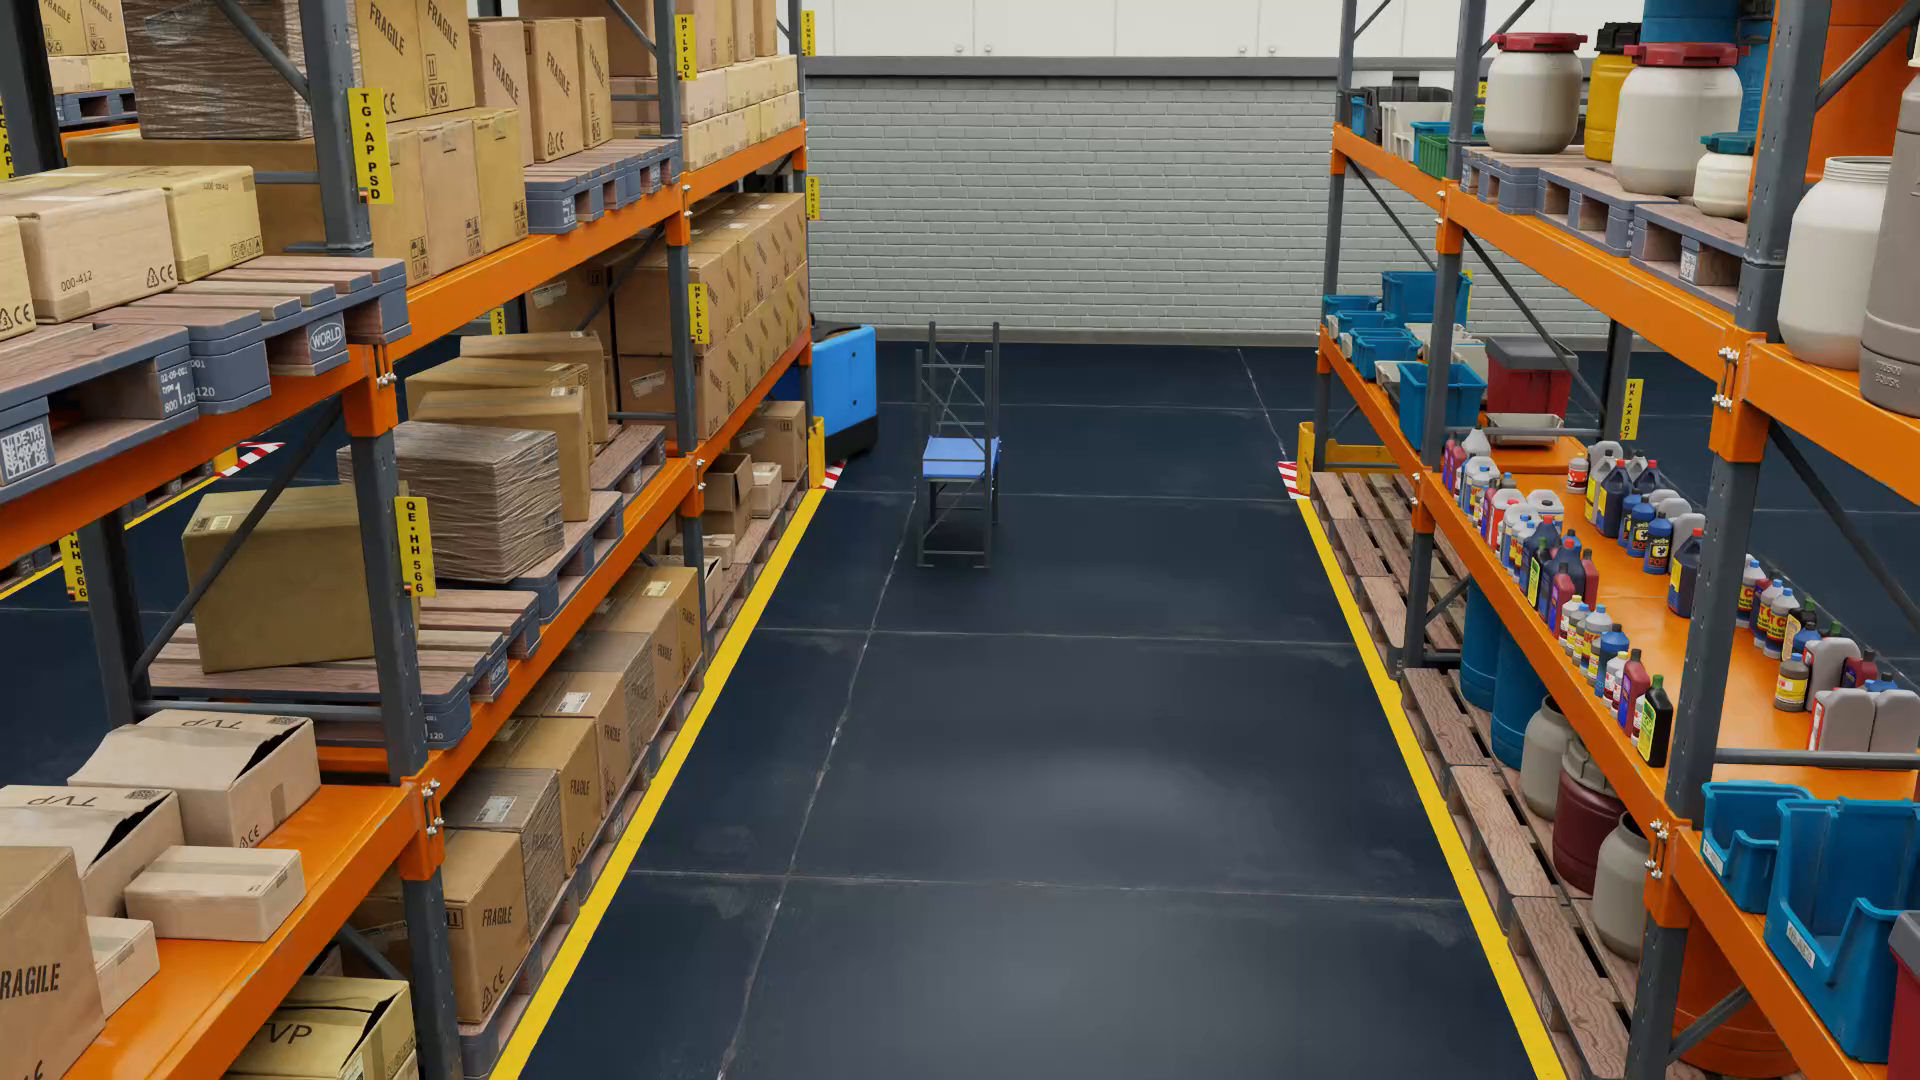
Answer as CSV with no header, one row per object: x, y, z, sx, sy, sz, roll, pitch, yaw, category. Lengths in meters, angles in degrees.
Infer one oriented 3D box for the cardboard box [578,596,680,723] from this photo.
-1.755,0.612,8.547,0.500,0.500,0.500,1,18,4,cardboard box

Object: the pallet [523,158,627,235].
-2.149,-1.493,7.147,1.213,0.211,1.003,1,18,4,pallet

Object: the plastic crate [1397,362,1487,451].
2.672,-0.742,9.300,0.392,0.384,0.575,1,18,4,plastic crate

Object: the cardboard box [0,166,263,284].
-2.224,-0.849,4.447,0.500,0.250,0.500,0,18,0,cardboard box

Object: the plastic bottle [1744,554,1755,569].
3.145,0.175,6.771,0.152,0.276,0.135,1,18,4,plastic bottle

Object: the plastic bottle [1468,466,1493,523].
2.504,-0.223,7.993,0.097,0.271,0.097,0,18,0,plastic bottle

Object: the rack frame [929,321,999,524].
0.030,-0.844,12.090,0.500,1.500,0.032,1,18,4,rack frame

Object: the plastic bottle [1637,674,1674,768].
2.296,0.594,5.480,0.061,0.283,0.133,1,18,4,plastic bottle

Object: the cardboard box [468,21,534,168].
-2.164,-1.831,6.881,0.600,0.600,0.600,1,18,2,cardboard box

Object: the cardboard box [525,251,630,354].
-2.183,-1.366,9.507,0.500,0.500,0.500,1,18,4,cardboard box

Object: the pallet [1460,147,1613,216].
3.020,-1.659,7.653,1.213,0.211,1.003,1,18,4,pallet

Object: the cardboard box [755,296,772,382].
-1.546,-1.352,11.072,0.500,0.500,0.500,1,18,3,cardboard box

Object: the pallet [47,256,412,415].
-2.208,-0.561,4.303,1.213,0.211,1.003,2,18,6,pallet

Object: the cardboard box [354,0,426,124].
-2.174,-1.680,5.649,0.500,0.500,0.500,1,18,4,cardboard box

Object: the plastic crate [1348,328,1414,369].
2.825,-1.282,11.189,0.416,0.233,0.300,1,18,4,plastic crate

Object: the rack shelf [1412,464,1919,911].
2.836,0.395,7.057,1.077,0.370,4.000,1,18,4,rack shelf

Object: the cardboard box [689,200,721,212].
-1.999,-2.151,11.903,0.500,0.500,0.500,1,18,4,cardboard box

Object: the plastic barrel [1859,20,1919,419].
2.417,-0.740,3.741,0.600,0.901,0.600,0,18,0,plastic barrel

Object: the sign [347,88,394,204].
-1.695,-1.132,4.785,0.100,0.325,0.005,1,18,4,sign

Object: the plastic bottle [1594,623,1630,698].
2.353,0.432,5.993,0.097,0.271,0.097,0,18,0,plastic bottle

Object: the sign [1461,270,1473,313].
3.816,-1.881,12.585,0.100,0.325,0.005,1,18,4,sign

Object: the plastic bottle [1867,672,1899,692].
3.081,0.572,5.566,0.097,0.271,0.097,0,18,0,plastic bottle

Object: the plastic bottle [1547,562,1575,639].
2.378,0.239,6.563,0.061,0.283,0.133,1,18,4,plastic bottle

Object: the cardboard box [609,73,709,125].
-1.679,-2.417,9.104,0.500,0.250,0.500,1,18,4,cardboard box

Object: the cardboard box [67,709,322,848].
-2.318,0.716,5.063,0.500,0.311,0.500,2,18,7,cardboard box

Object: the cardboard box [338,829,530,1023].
-1.930,1.406,6.123,0.500,0.500,0.500,2,18,6,cardboard box

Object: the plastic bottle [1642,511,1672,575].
3.059,0.009,7.284,0.097,0.271,0.097,0,18,0,plastic bottle

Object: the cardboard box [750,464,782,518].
-1.566,-0.356,11.902,0.500,0.250,0.500,1,18,4,cardboard box

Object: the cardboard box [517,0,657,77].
-1.965,-2.780,9.007,0.700,0.500,0.500,1,18,4,cardboard box

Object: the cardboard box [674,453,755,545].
-1.832,-0.287,11.283,0.797,0.503,0.637,1,18,4,cardboard box

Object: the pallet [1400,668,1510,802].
2.882,0.995,8.546,1.003,0.211,1.213,1,18,4,pallet

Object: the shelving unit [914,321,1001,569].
-0.006,-0.686,11.609,0.538,1.500,1.048,1,18,4,shelving unit

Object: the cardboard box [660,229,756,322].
-1.573,-1.663,10.414,0.500,0.500,0.500,1,18,2,cardboard box

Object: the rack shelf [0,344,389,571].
-2.391,0.100,3.140,1.077,0.370,4.000,1,18,4,rack shelf

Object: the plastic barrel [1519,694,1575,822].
2.743,0.976,7.448,0.421,0.512,0.421,0,18,0,plastic barrel

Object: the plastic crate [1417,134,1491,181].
2.708,-2.032,8.829,0.450,0.188,0.662,1,18,4,plastic crate

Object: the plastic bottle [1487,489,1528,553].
2.499,-0.087,7.570,0.152,0.276,0.135,1,18,4,plastic bottle

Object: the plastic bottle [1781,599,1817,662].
3.150,0.346,6.237,0.061,0.283,0.133,1,18,4,plastic bottle

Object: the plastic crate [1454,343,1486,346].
3.374,-1.116,10.685,0.416,0.233,0.300,1,18,4,plastic crate

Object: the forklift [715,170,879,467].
-2.252,-2.252,14.089,3.031,2.935,1.130,9,20,25,forklift

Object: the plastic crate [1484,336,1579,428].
3.293,-0.899,9.651,0.402,0.464,0.583,1,18,4,plastic crate

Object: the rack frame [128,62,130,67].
-6.616,-4.883,12.373,1.000,3.000,0.127,1,18,4,rack frame

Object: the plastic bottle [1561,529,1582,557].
2.577,0.087,7.048,0.097,0.271,0.097,0,18,0,plastic bottle

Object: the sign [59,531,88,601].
-2.790,0.040,5.250,0.100,0.325,0.005,1,18,4,sign

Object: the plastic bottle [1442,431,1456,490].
2.527,-0.409,8.540,0.061,0.283,0.133,1,18,4,plastic bottle

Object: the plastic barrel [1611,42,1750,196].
2.669,-1.570,6.186,0.433,0.535,0.433,0,18,0,plastic barrel

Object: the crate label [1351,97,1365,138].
2.877,-2.886,11.336,0.408,0.251,0.502,1,18,4,crate label

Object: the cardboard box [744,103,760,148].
-1.570,-2.646,10.604,0.500,0.250,0.500,1,18,4,cardboard box

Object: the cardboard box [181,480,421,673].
-2.315,0.117,5.914,0.700,0.500,0.500,-5,19,-15,cardboard box

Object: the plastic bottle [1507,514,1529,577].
2.447,0.023,7.243,0.097,0.271,0.097,0,18,0,plastic bottle

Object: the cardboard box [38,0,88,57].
-6.443,-3.601,11.480,0.500,0.500,0.500,2,18,6,cardboard box

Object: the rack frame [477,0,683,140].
-1.961,-3.531,8.248,1.000,3.000,0.127,1,18,4,rack frame

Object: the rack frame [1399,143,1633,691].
2.979,-0.569,8.841,1.000,3.000,0.127,1,18,4,rack frame

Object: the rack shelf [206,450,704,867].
-2.105,0.283,7.398,1.077,0.370,4.000,1,18,4,rack shelf

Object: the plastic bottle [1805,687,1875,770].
2.894,0.602,5.467,0.152,0.276,0.135,1,18,4,plastic bottle

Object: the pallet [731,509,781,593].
-1.826,0.052,11.426,1.003,0.211,1.213,1,18,4,pallet

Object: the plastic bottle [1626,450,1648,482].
3.239,-0.252,7.955,0.144,0.351,0.185,1,18,4,plastic bottle

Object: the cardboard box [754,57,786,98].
-1.493,-3.194,11.473,0.500,0.250,0.500,1,18,4,cardboard box
